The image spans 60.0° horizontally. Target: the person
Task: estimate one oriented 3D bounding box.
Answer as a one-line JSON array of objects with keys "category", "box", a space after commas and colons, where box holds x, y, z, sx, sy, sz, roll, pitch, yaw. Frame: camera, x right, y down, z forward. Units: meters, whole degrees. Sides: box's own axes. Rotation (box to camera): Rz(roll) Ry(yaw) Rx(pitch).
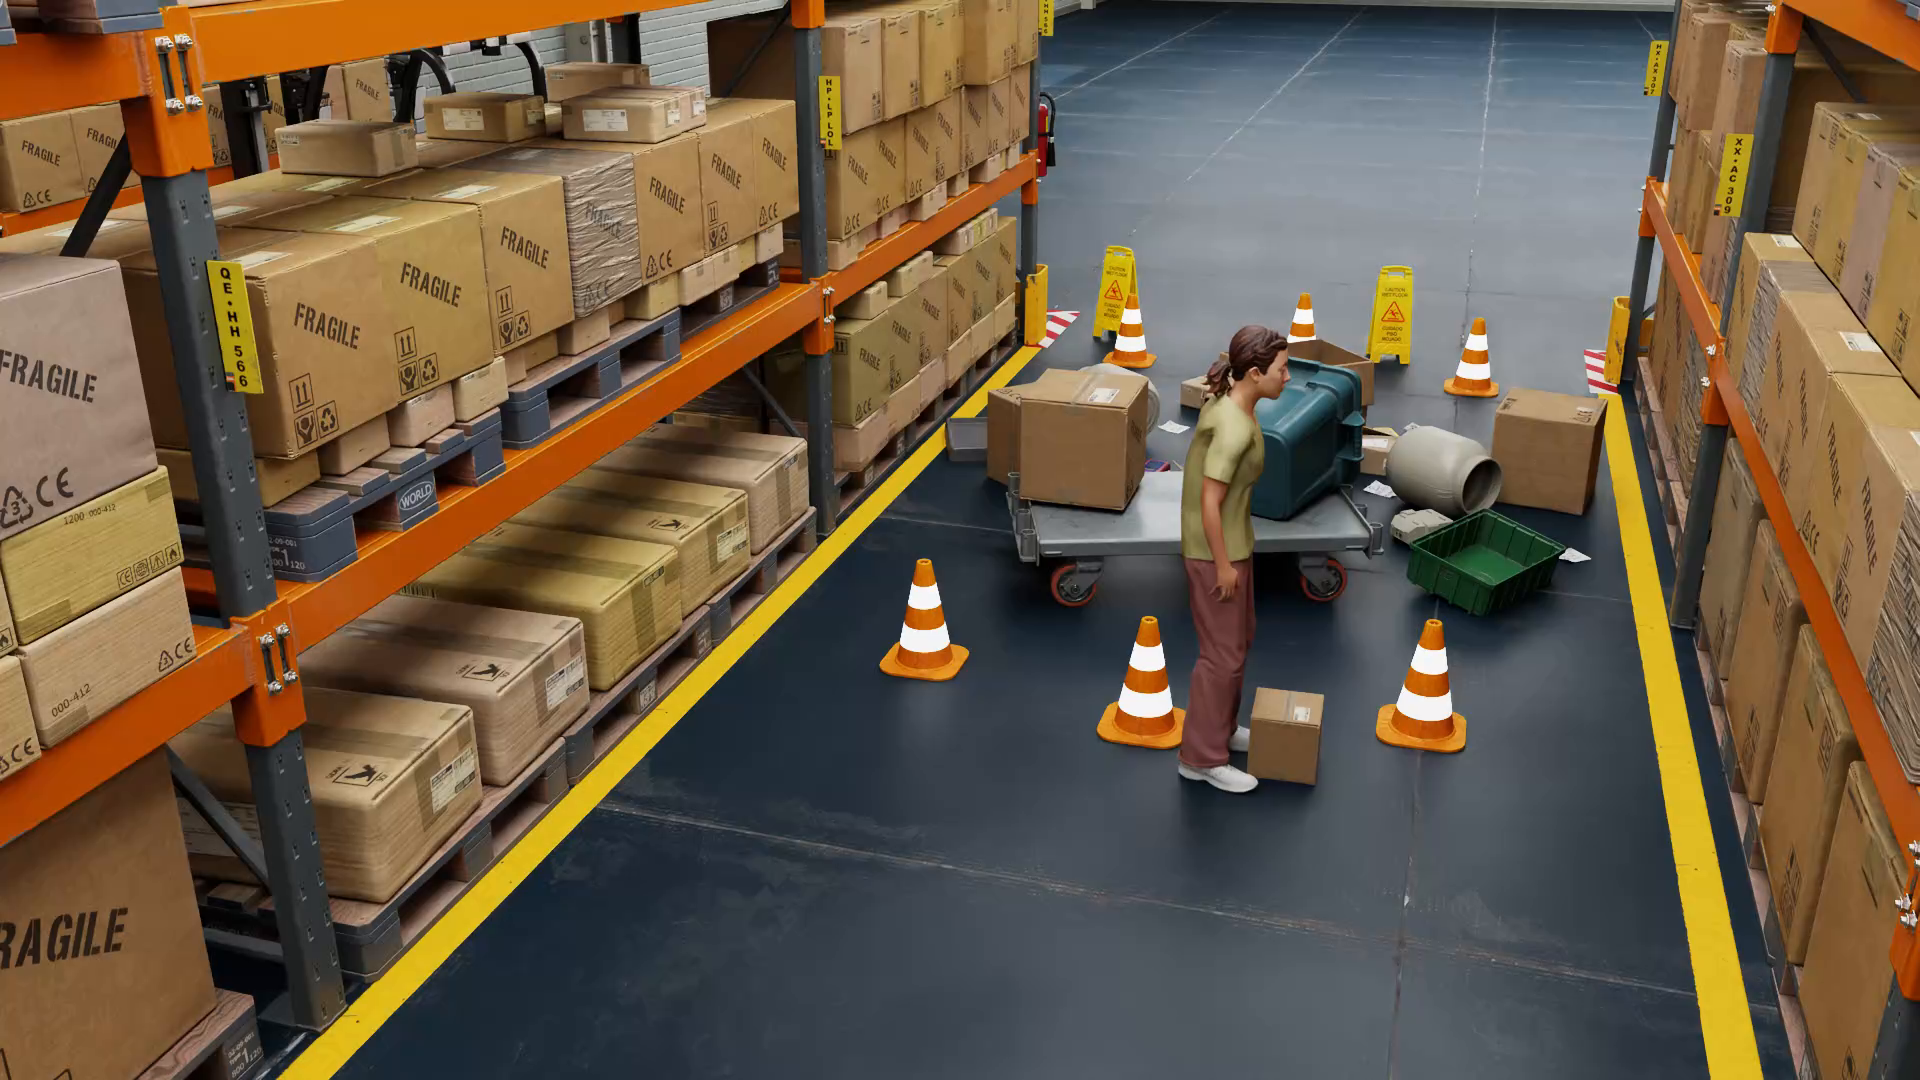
[{"category": "person", "box": [0.968, 0.058, 5.977, 0.362, 1.651, 0.519, 5, 23, 12]}]
